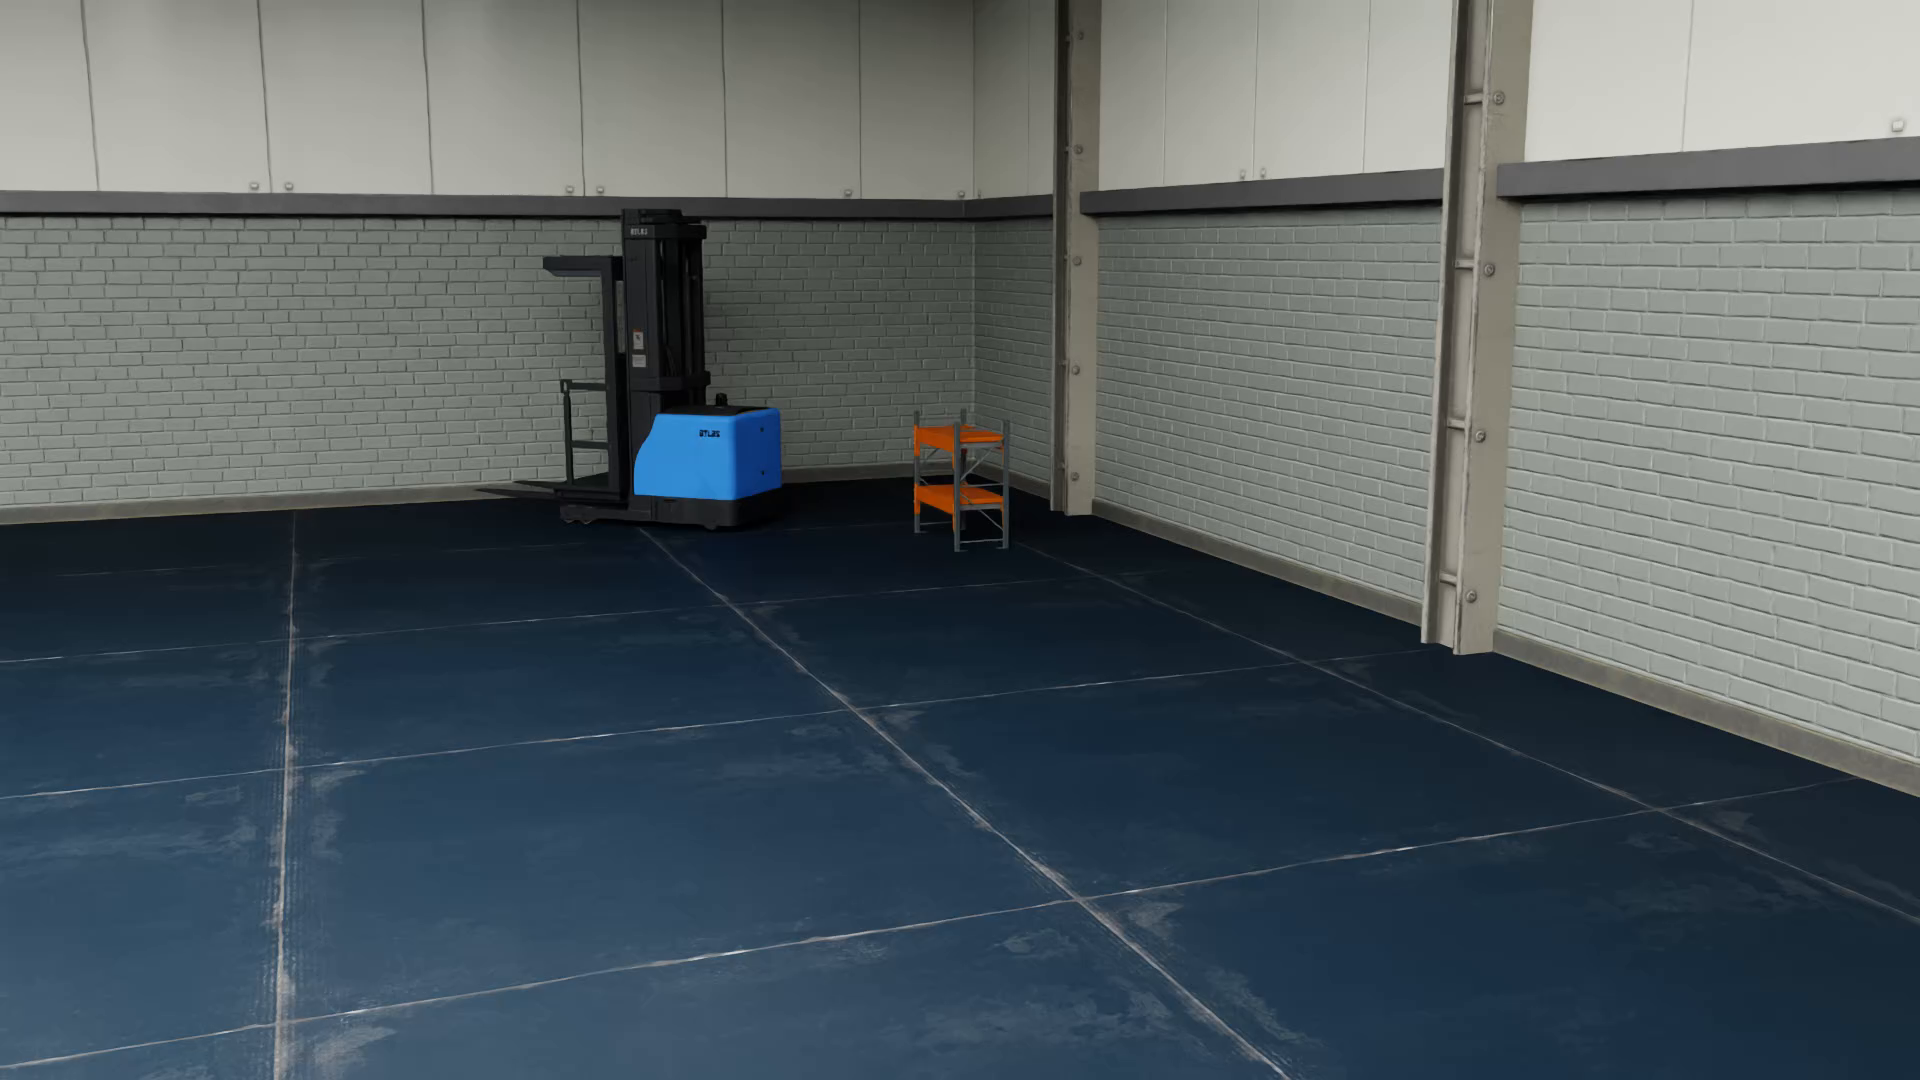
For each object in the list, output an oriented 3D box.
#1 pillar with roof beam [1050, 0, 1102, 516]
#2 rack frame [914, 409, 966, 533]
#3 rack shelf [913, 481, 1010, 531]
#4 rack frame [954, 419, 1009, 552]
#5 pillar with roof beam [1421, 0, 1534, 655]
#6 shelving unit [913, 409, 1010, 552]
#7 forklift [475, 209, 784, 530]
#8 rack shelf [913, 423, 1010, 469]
[{"bbox_3d":[-2.900,-4.435,14.159,9.100,9.000,0.400,-4,11,-21],"label":"pillar with roof beam"},{"bbox_3d":[-0.182,-0.636,15.282,0.500,1.125,0.032,-4,11,-21],"label":"rack frame"},{"bbox_3d":[0.002,-0.312,14.858,0.538,0.278,1.000,-4,11,-21],"label":"rack shelf"},{"bbox_3d":[0.187,-0.470,14.349,0.500,1.125,0.032,-4,11,-21],"label":"rack frame"},{"bbox_3d":[-0.726,-3.456,8.653,9.100,9.000,0.400,-4,11,-21],"label":"pillar with roof beam"},{"bbox_3d":[0.002,-0.553,14.815,0.538,1.125,1.048,-4,11,-21],"label":"shelving unit"},{"bbox_3d":[-3.273,-1.676,15.971,3.031,2.935,1.130,4,11,22],"label":"forklift"},{"bbox_3d":[0.002,-0.841,14.764,0.538,0.278,1.000,-4,11,-21],"label":"rack shelf"}]
